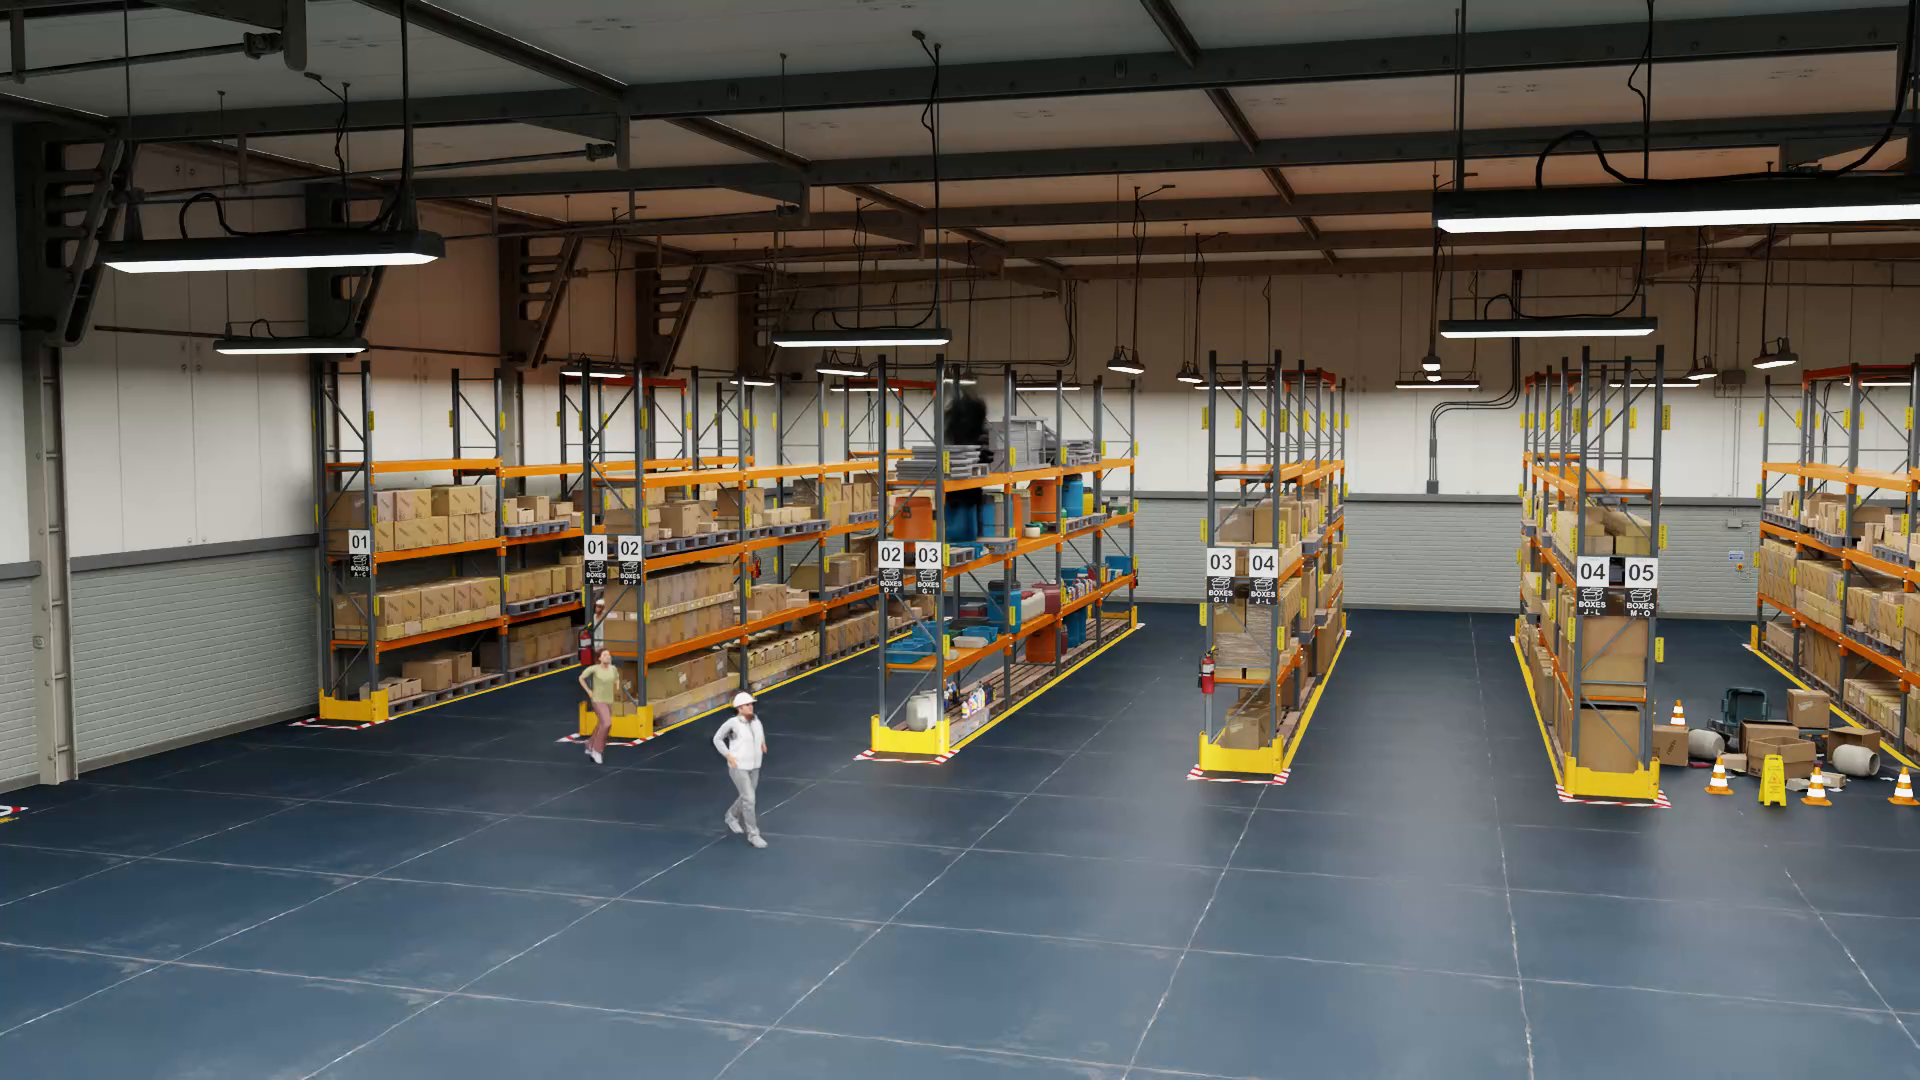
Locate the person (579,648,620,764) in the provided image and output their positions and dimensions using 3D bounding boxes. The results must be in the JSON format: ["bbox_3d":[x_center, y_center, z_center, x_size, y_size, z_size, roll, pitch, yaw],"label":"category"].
[{"bbox_3d":[-5.272,2.426,24.531,0.652,1.697,0.593,4,6,42],"label":"person"}]

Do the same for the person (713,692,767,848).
[{"bbox_3d":[-2.560,2.700,19.761,0.820,1.790,0.661,3,5,39],"label":"person"}]

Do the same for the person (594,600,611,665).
[{"bbox_3d":[-6.506,1.965,30.337,0.650,1.768,0.722,1,4,13],"label":"person"}]
